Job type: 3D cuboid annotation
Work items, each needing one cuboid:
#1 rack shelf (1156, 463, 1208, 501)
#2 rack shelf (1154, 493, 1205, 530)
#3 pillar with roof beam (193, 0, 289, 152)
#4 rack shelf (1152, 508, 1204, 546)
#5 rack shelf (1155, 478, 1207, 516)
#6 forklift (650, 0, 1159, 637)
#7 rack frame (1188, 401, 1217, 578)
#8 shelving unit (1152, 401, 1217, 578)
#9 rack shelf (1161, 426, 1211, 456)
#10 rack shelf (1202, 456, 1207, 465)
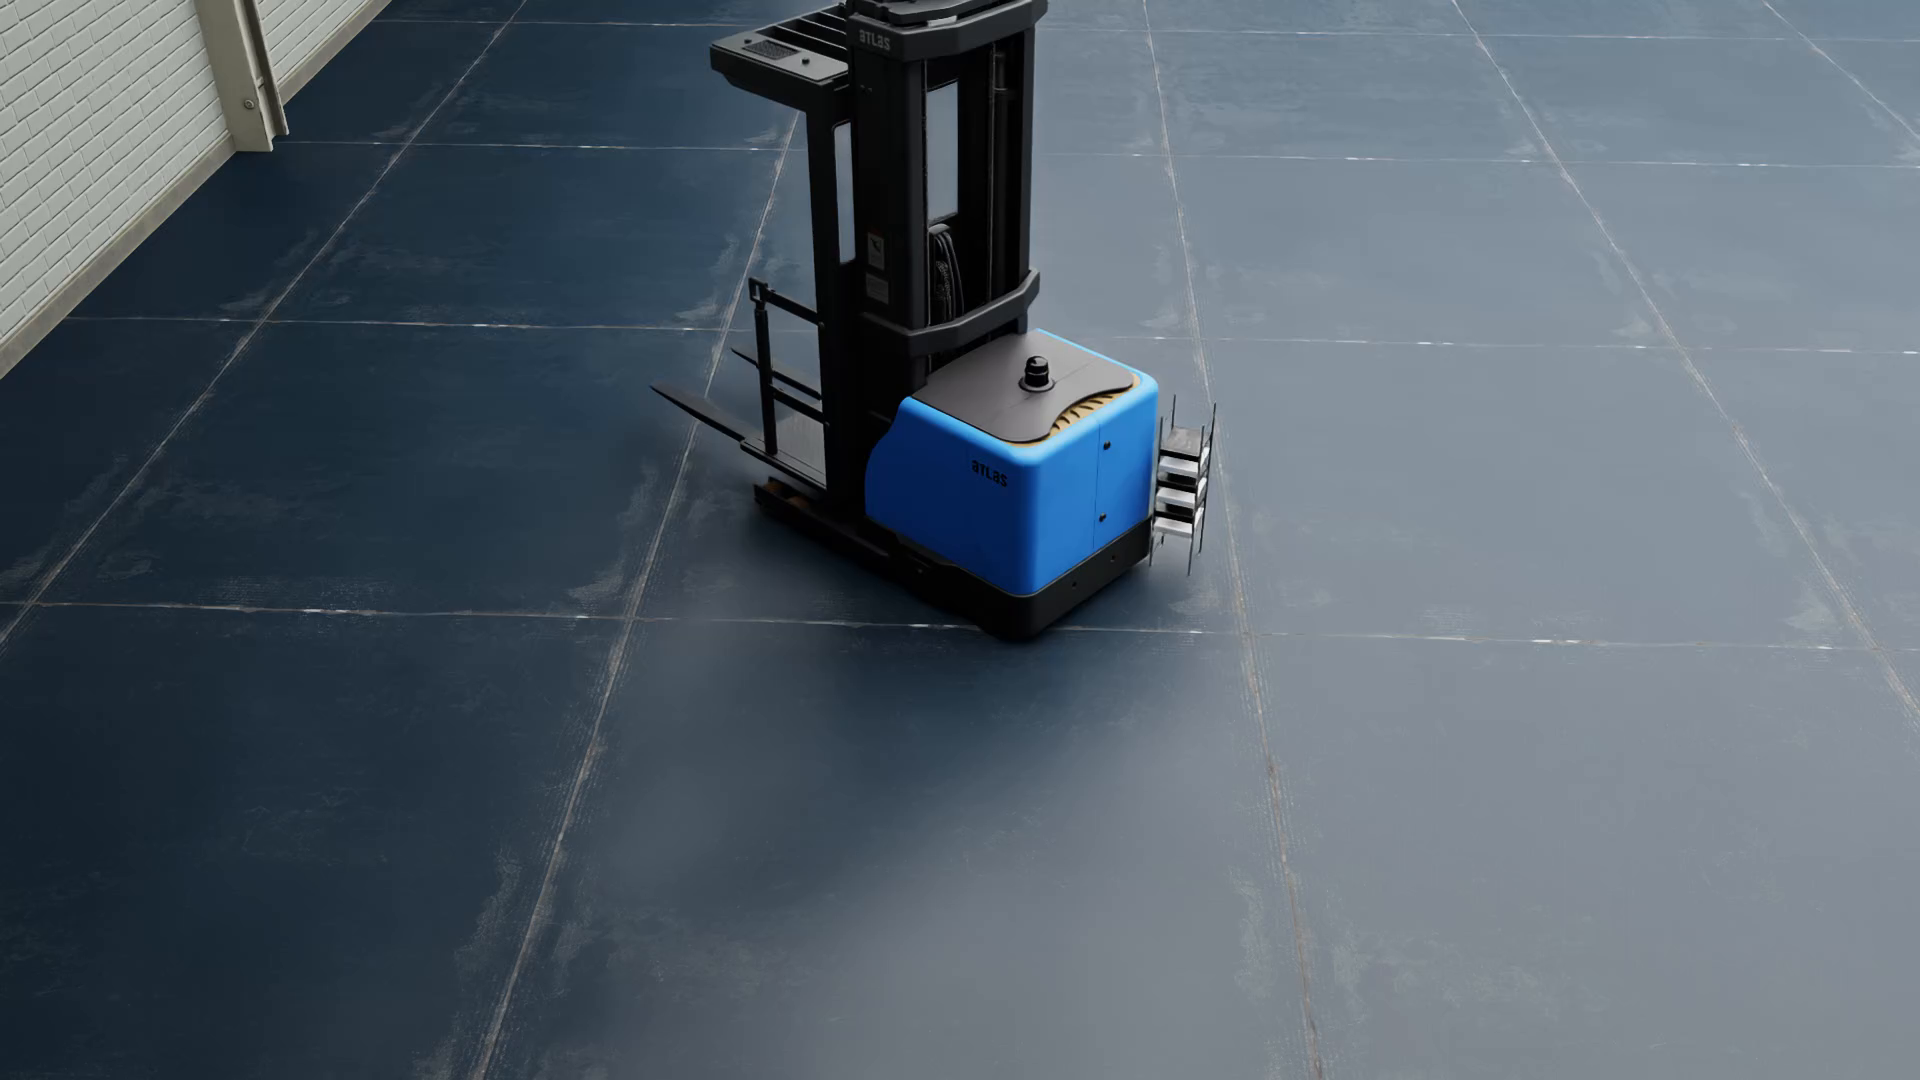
[{"bbox_3d":[1.107,-0.310,8.256,0.200,0.077,0.258,13,37,18],"label":"rack shelf"},{"bbox_3d":[1.107,-0.163,8.360,0.200,0.077,0.258,13,37,18],"label":"rack shelf"},{"bbox_3d":[-1.244,-6.743,10.464,9.100,9.000,0.400,1,35,2],"label":"pillar with roof beam"},{"bbox_3d":[1.107,-0.089,8.411,0.200,0.077,0.258,13,37,18],"label":"rack shelf"},{"bbox_3d":[1.107,-0.237,8.308,0.200,0.077,0.258,13,37,18],"label":"rack shelf"},{"bbox_3d":[-0.457,-1.440,8.251,3.031,2.867,1.129,28,44,34],"label":"forklift"},{"bbox_3d":[1.201,-0.242,8.257,0.006,0.900,0.240,13,37,18],"label":"rack frame"},{"bbox_3d":[1.109,-0.263,8.288,0.205,0.900,0.258,13,37,18],"label":"shelving unit"},{"bbox_3d":[1.107,-0.474,8.141,0.190,0.026,0.221,13,37,18],"label":"rack shelf"},{"bbox_3d":[1.107,-0.396,8.196,0.184,0.015,0.199,13,37,18],"label":"rack shelf"}]
